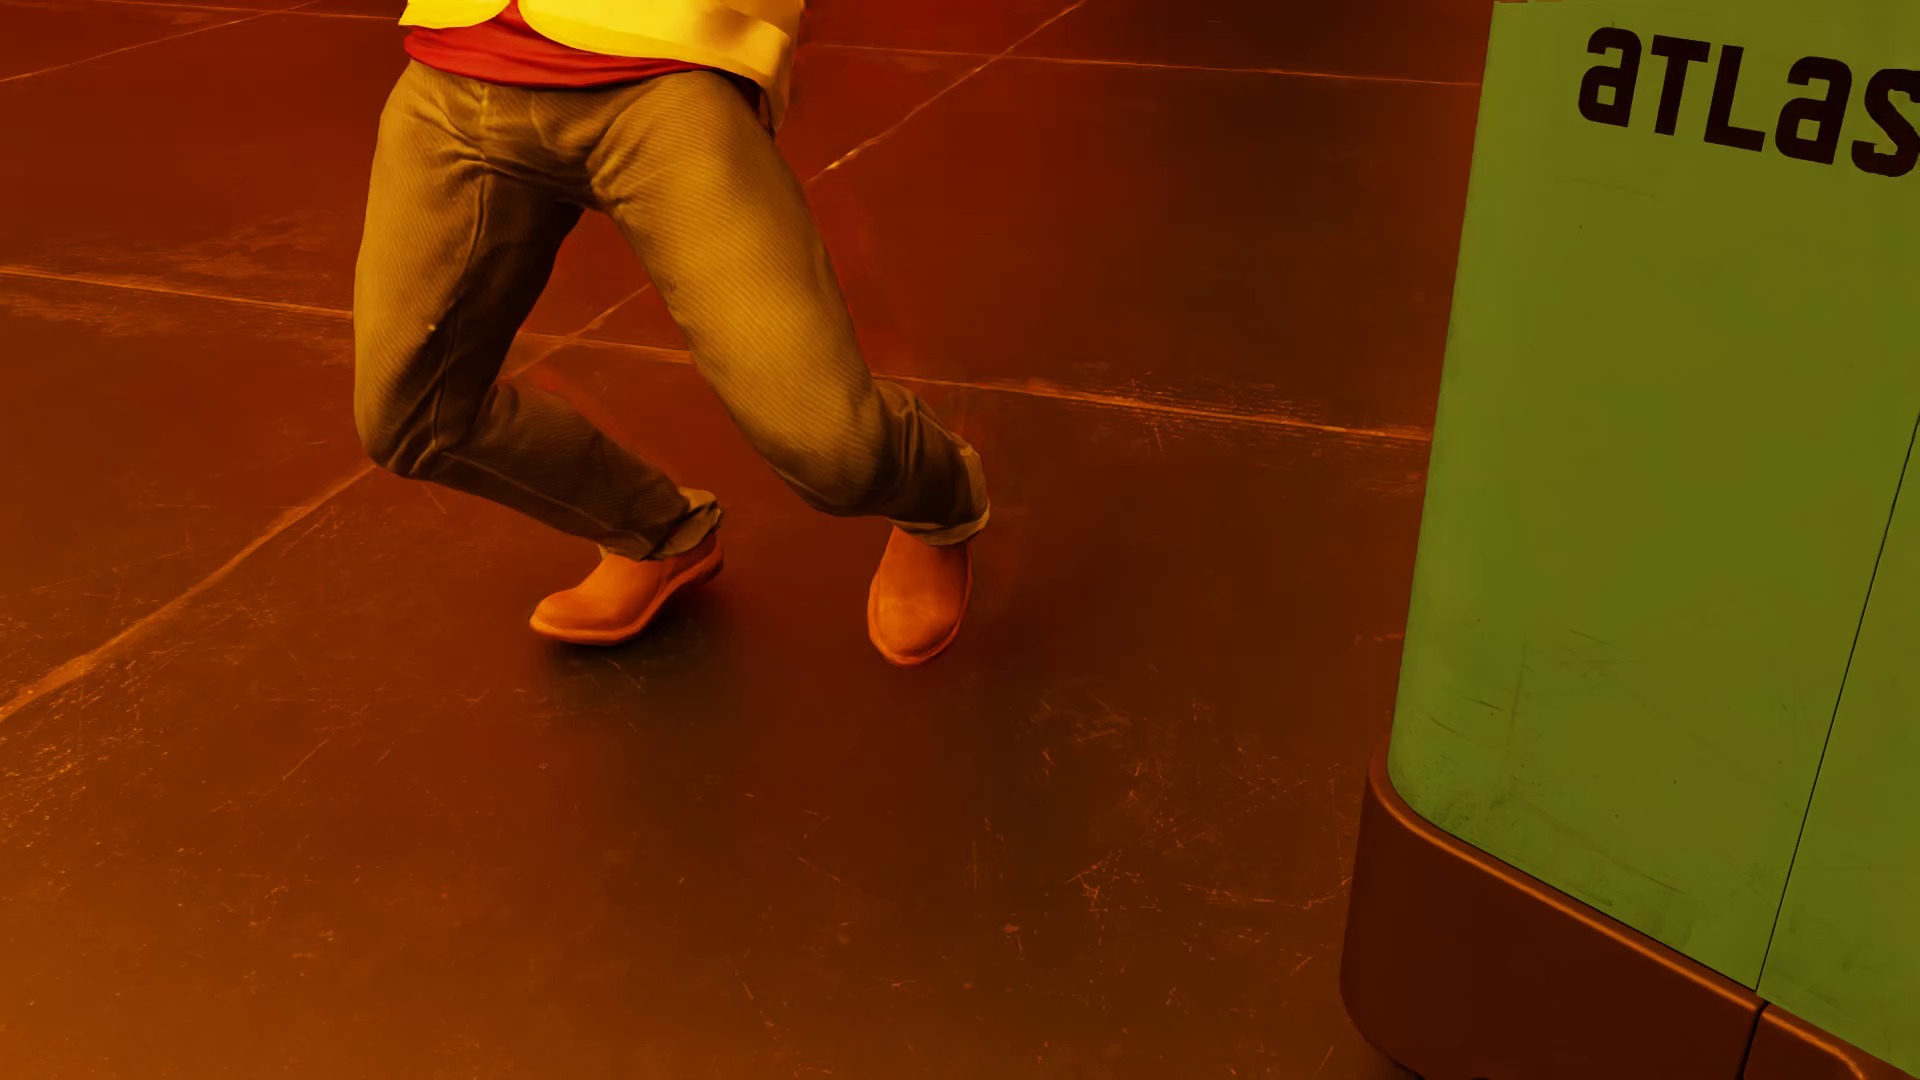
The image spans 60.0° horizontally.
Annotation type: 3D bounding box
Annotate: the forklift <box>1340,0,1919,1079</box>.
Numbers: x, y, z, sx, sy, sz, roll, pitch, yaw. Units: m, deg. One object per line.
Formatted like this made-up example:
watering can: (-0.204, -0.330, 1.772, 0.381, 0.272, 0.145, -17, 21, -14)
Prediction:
forklift: (1.715, -0.479, 0.213, 1.130, 2.935, 3.031, -23, 35, -37)

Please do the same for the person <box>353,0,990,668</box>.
person: (-0.416, -0.630, 1.911, 1.090, 1.622, 0.702, 10, 29, 19)
